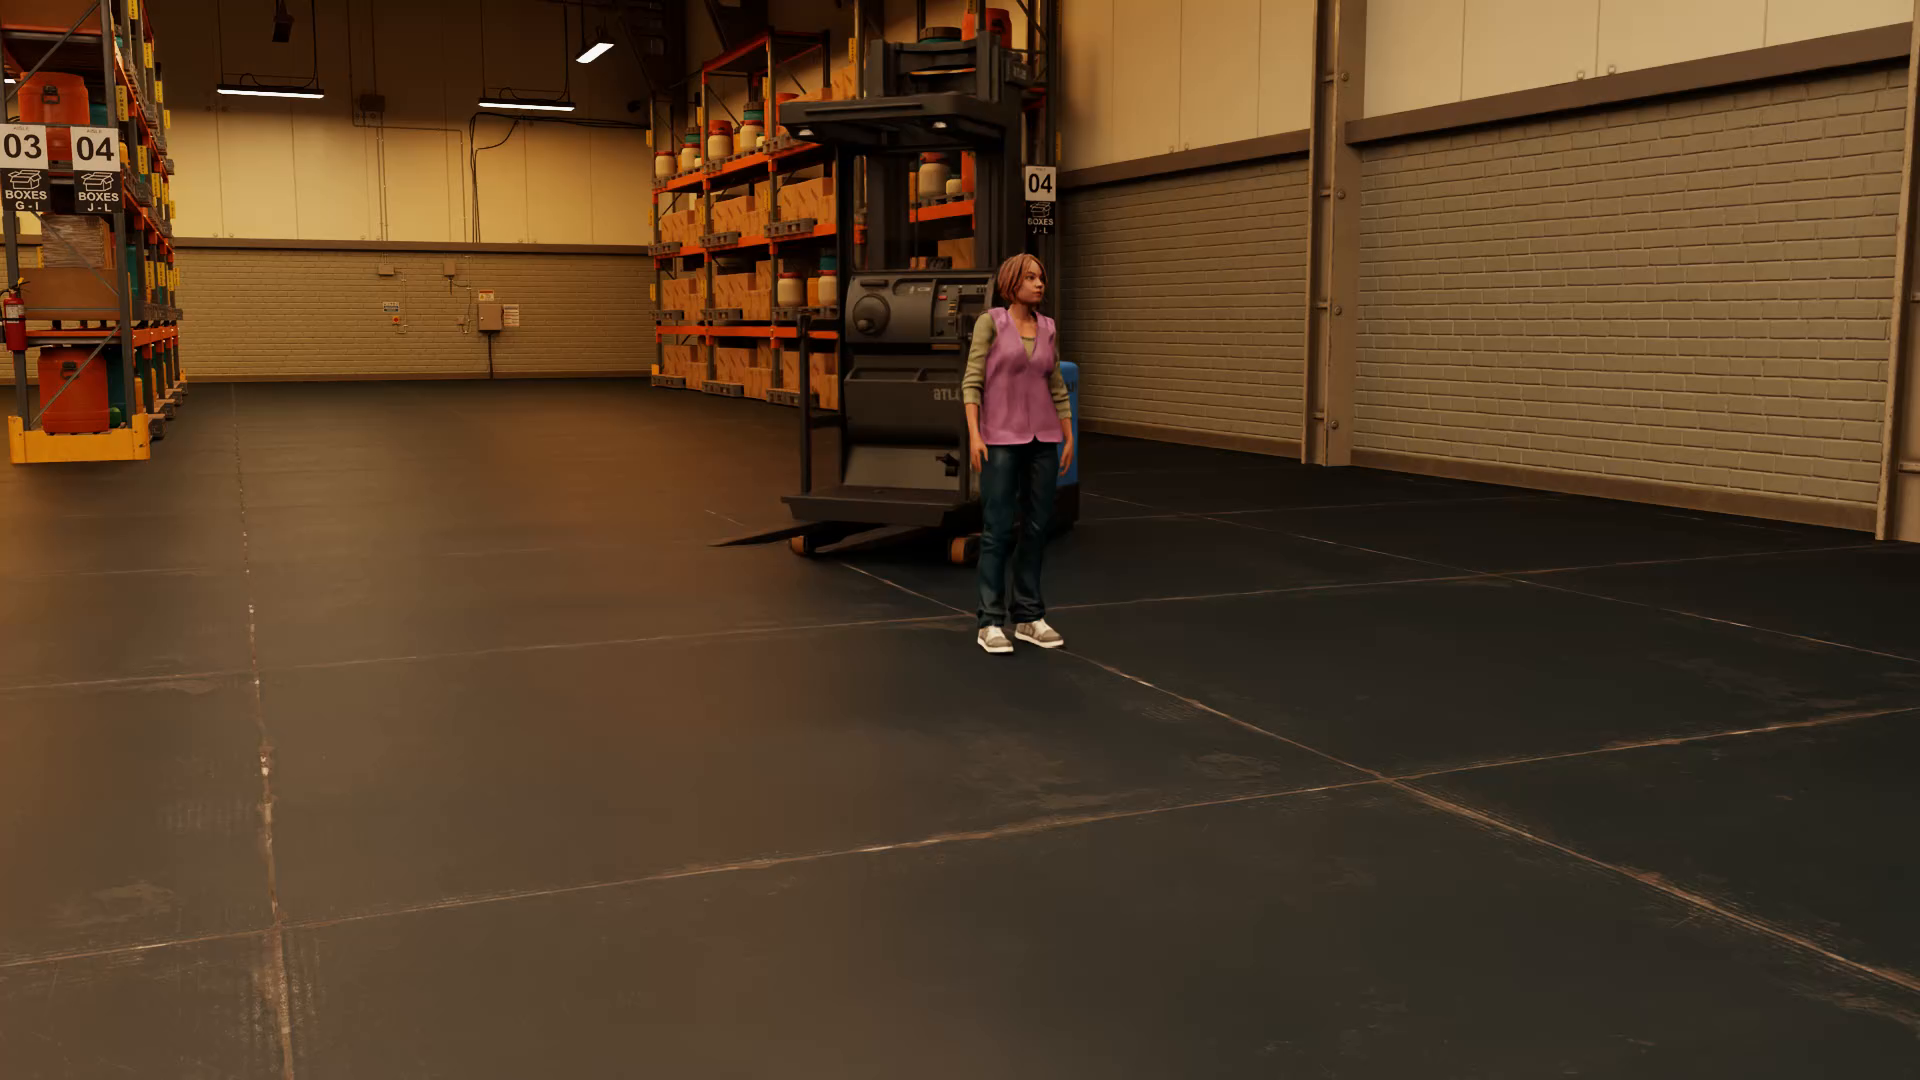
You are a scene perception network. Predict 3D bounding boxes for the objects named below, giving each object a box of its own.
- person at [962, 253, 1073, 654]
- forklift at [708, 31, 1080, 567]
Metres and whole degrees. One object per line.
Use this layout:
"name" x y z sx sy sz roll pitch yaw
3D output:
"person" 0.273 -0.362 6.791 0.499 1.608 0.444 -4 8 -26
"forklift" -0.315 -1.370 9.333 1.130 2.935 3.031 3 8 25
